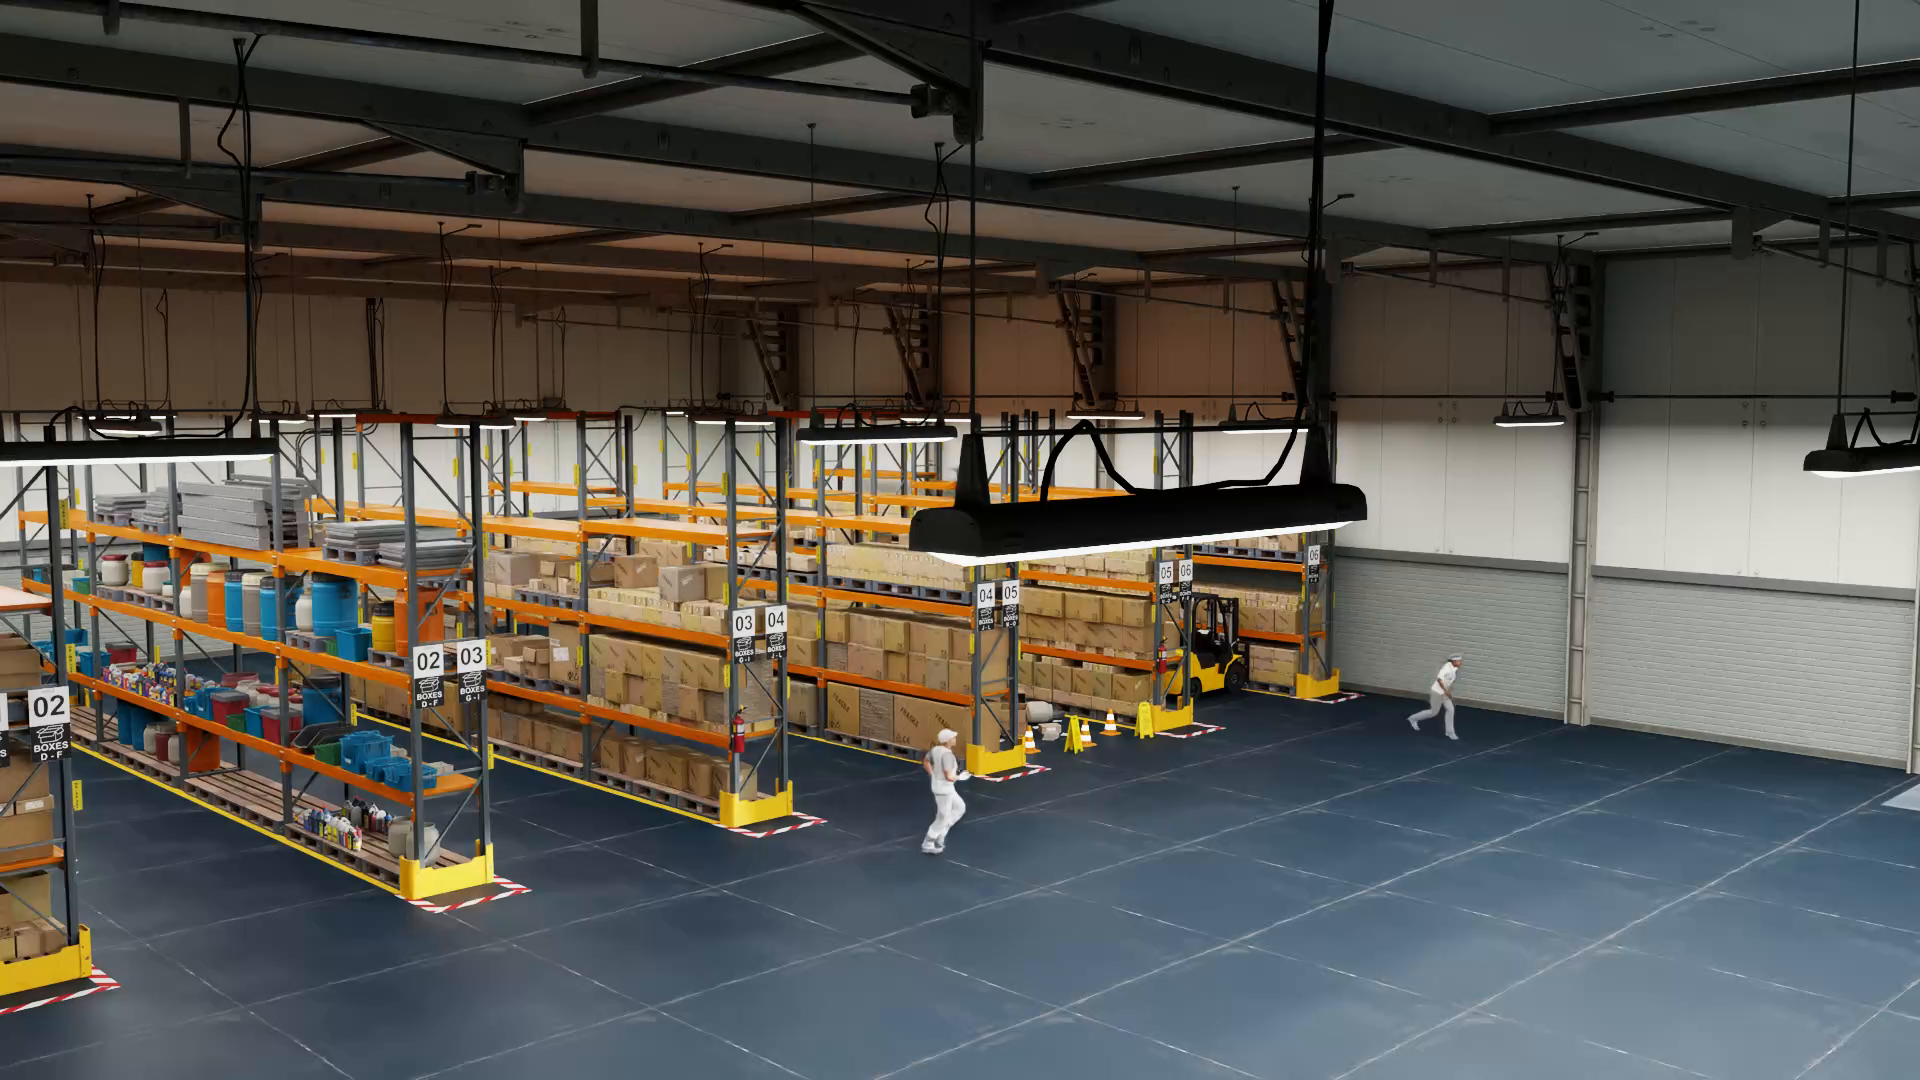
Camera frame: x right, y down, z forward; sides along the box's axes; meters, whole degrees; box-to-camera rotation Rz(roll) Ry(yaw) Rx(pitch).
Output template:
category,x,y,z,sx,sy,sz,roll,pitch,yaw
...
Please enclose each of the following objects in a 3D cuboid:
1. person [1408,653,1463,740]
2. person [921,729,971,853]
category,x,y,z,sx,sy,sz,roll,pitch,yaw
person,8.825,2.879,30.870,0.961,1.629,0.599,2,5,22
person,-0.193,3.447,22.897,0.674,1.721,0.650,-1,5,-10
